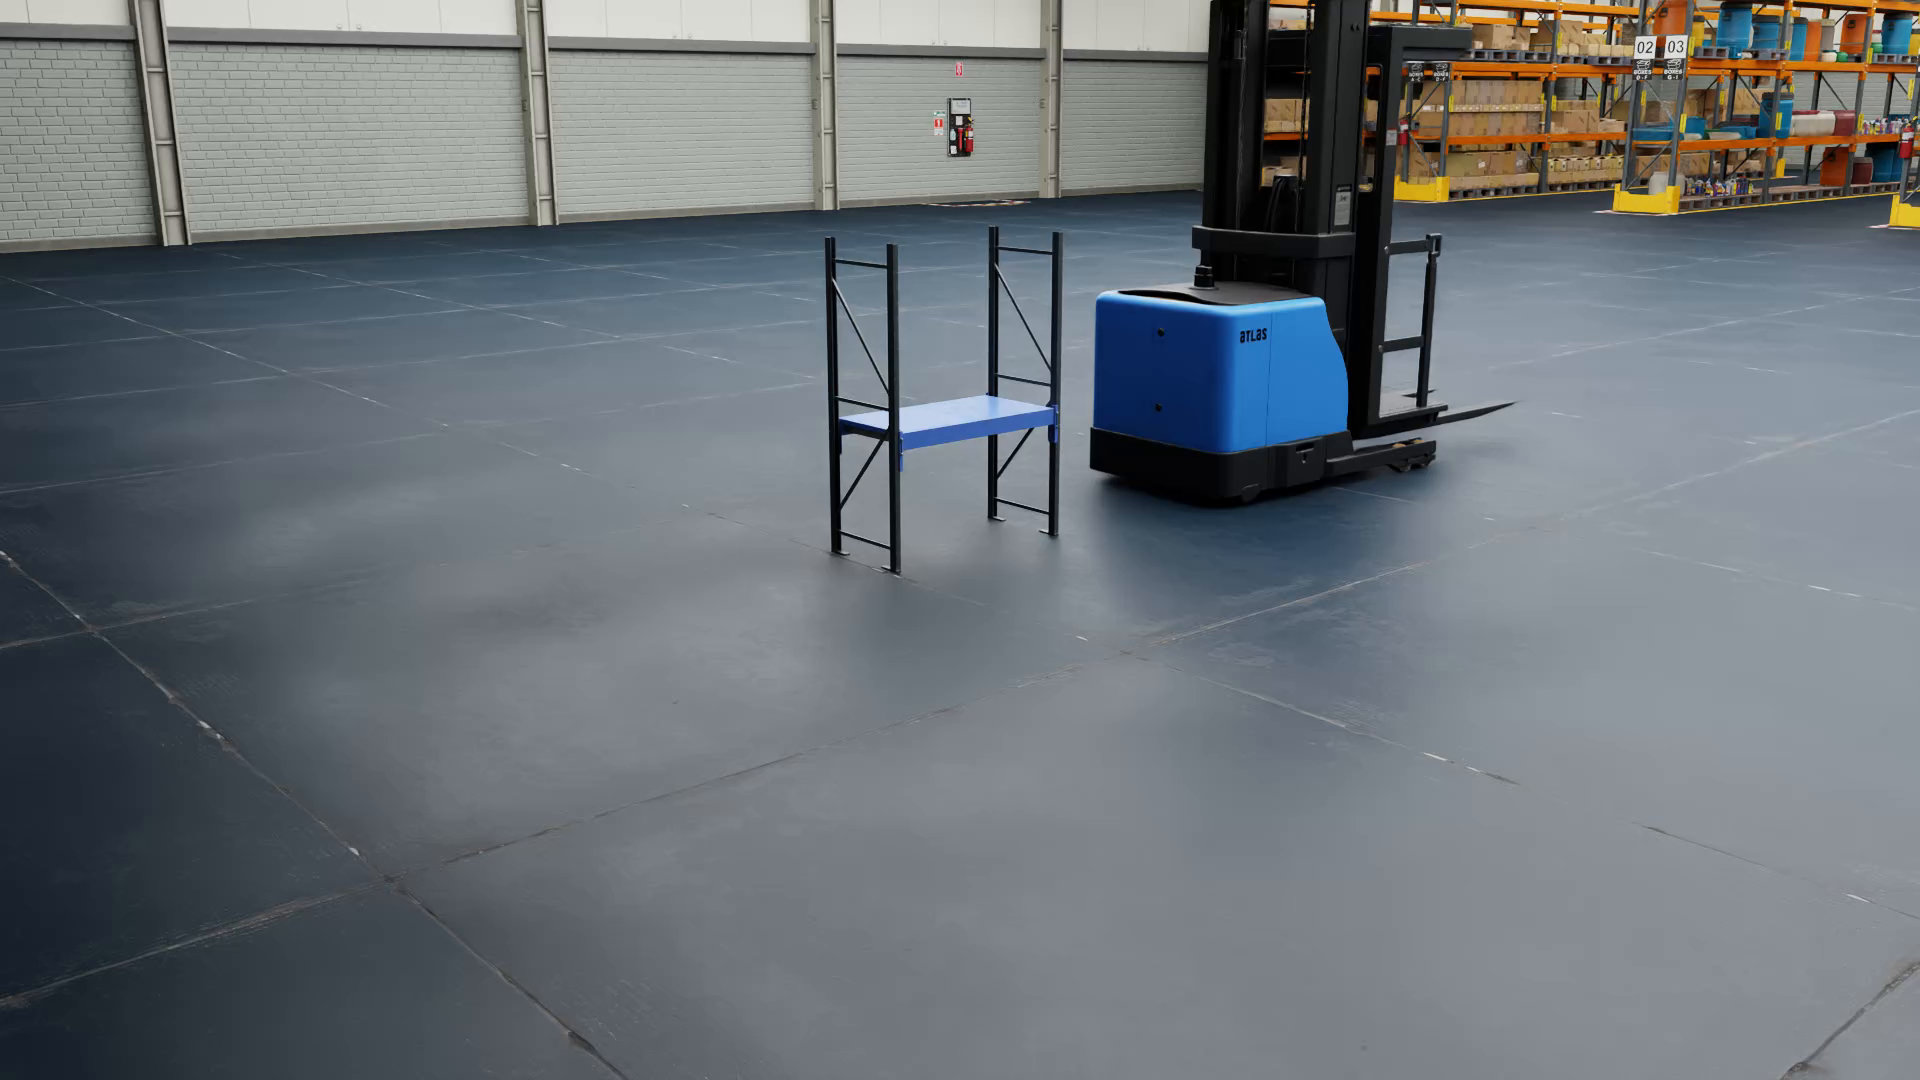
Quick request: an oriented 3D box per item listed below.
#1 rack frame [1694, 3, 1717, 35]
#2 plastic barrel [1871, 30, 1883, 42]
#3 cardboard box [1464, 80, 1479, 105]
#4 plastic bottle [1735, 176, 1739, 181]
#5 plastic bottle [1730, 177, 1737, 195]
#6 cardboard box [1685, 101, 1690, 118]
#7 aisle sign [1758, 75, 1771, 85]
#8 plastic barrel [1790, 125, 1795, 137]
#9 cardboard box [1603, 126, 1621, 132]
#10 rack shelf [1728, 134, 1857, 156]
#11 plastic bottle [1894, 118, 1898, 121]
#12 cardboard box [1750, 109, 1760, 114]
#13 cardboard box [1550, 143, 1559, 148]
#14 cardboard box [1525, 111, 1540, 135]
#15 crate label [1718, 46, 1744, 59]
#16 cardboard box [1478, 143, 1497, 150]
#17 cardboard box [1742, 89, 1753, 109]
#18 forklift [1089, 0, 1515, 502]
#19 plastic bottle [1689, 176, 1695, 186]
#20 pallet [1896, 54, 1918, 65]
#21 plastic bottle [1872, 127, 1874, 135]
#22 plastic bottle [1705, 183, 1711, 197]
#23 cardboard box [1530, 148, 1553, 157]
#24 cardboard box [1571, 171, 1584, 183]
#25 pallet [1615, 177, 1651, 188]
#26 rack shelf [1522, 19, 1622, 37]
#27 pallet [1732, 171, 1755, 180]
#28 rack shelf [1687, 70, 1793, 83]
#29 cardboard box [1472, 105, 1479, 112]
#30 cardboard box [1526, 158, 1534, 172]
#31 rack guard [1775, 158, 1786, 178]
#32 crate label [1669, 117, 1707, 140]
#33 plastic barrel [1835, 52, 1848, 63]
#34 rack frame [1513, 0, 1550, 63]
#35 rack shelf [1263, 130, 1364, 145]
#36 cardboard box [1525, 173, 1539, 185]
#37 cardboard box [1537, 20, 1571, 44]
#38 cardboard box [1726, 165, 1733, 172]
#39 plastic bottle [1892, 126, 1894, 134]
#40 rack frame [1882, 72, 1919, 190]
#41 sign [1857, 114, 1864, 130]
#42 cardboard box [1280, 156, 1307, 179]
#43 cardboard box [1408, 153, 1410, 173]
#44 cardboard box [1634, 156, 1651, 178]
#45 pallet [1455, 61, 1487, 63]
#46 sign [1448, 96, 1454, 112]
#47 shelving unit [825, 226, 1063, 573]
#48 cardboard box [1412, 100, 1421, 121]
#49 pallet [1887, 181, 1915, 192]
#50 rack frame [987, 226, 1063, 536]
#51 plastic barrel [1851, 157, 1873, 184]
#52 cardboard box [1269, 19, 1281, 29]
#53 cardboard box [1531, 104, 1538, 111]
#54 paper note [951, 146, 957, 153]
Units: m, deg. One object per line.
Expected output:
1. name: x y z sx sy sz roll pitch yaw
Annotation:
1. rack frame: 18.814 -13.575 41.632 0.127 3.000 1.000 -13 19 -39
2. plastic barrel: 20.284 -11.081 37.033 0.433 0.535 0.433 0 15 0
3. cardboard box: 10.555 -9.494 35.274 0.500 0.500 0.700 -13 20 -41
4. plastic bottle: 15.636 -7.152 33.492 0.185 0.351 0.144 -13 19 -39
5. plastic bottle: 15.343 -7.036 33.060 0.185 0.351 0.144 -13 20 -40
6. cardboard box: 17.833 -10.762 41.720 0.500 0.500 0.700 -9 17 -31
7. aisle sign: 21.690 -12.679 44.865 0.004 0.787 0.394 -13 19 -39
8. plastic barrel: 17.127 -8.484 34.466 0.301 0.262 0.301 0 15 0
9. cardboard box: 15.299 -9.671 39.130 0.250 0.149 0.380 -13 19 -39
10. rack shelf: 17.537 -8.347 35.082 4.000 0.370 1.077 -13 19 -39
11. plastic bottle: 21.350 -9.465 37.967 0.185 0.351 0.144 -13 19 -39
12. cardboard box: 20.523 -11.016 43.485 0.500 0.500 0.500 -13 20 -40
13. cardboard box: 16.569 -11.078 46.683 0.250 0.149 0.380 -12 19 -38
14. cardboard box: 12.448 -9.293 37.034 0.500 0.500 0.700 -13 20 -41
15. crate label: 14.639 -9.309 31.762 0.408 0.251 0.502 -13 19 -39
16. cardboard box: 13.848 -10.373 44.623 0.750 0.750 0.750 -13 20 -40
17. cardboard box: 20.131 -11.407 43.012 0.500 0.500 0.500 -13 20 -41
18. forklift: 2.201 -1.909 9.717 3.031 2.935 1.130 -12 19 -38
19. plastic bottle: 14.683 -7.129 33.407 0.185 0.351 0.144 -13 20 -40
20. pallet: 20.682 -10.725 37.141 1.213 0.211 1.003 -13 19 -39
21. plastic bottle: 20.139 -9.063 36.753 0.097 0.201 0.097 0 15 0
22. plastic bottle: 14.583 -6.819 32.402 0.097 0.271 0.097 0 15 0
23. cardboard box: 16.191 -10.742 46.682 0.500 0.500 0.700 -12 19 -39
24. cardboard box: 14.021 -8.390 38.363 0.500 0.250 0.500 -13 20 -41
25. pallet: 16.385 -8.770 40.675 1.213 0.211 1.003 -13 19 -39
26. rack shelf: 17.068 -14.336 46.653 4.000 0.370 1.077 -13 19 -39
27. pallet: 20.254 -9.653 43.979 1.213 0.211 1.003 -13 19 -39
28. rack shelf: 20.323 -12.117 43.381 4.000 0.370 1.077 -13 19 -39
29. cardboard box: 10.777 -9.159 35.276 0.250 0.149 0.380 -13 20 -40
30. cardboard box: 12.896 -8.591 38.027 0.500 0.311 0.500 -13 19 -39
31. rack guard: 21.774 -10.133 45.218 0.348 0.500 1.175 -13 19 -39
32. crate label: 14.221 -8.060 32.543 0.616 0.435 0.502 -13 19 -39
33. plastic barrel: 18.893 -10.356 35.696 0.294 0.245 0.294 0 15 0
34. rack frame: 15.559 -14.538 45.240 0.127 3.000 1.000 -13 19 -39
35. rack shelf: 8.016 -9.598 39.765 4.000 0.370 1.077 -13 19 -39
36. cardboard box: 12.573 -8.074 37.180 0.500 0.250 0.500 -13 19 -39
37. cardboard box: 13.270 -11.360 37.177 0.500 0.500 0.500 -12 19 -39
38. cardboard box: 19.919 -9.697 43.380 0.250 0.166 0.380 -13 19 -39
39. plastic bottle: 20.976 -9.251 37.457 0.097 0.201 0.097 0 15 0
40. rack frame: 22.063 -9.711 38.794 0.127 3.000 1.000 -13 19 -39
41. sign: 19.412 -9.007 35.840 0.005 0.325 0.100 -13 19 -39
42. cardboard box: 8.104 -8.923 39.833 0.500 0.500 0.700 -14 21 -43
43. cardboard box: 11.212 -9.681 42.671 0.500 0.500 0.700 -13 20 -40
44. cardboard box: 16.327 -9.025 40.216 0.500 0.500 0.500 -12 19 -37
45. pallet: 12.993 -12.440 43.562 1.003 0.211 1.213 -12 19 -37
46. sign: 10.121 -8.991 34.266 0.005 0.325 0.100 -13 19 -39
47. shelving unit: -0.064 -0.710 8.002 1.048 1.500 0.538 -13 19 -39
48. cardboard box: 11.269 -10.926 42.296 0.500 0.500 0.700 -13 19 -39
49. pallet: 21.453 -8.241 38.695 1.213 0.211 1.003 -13 19 -39
50. rack frame: 0.319 -0.796 8.325 0.032 1.500 0.500 -13 19 -39
51. plastic barrel: 20.255 -8.349 37.553 0.708 0.588 0.600 -13 19 -39
52. cardboard box: 6.957 -11.615 37.940 0.500 0.500 0.500 14 21 43
53. cardboard box: 12.527 -9.553 36.752 0.250 0.149 0.380 -13 20 -41
54. paper note: -0.127 -8.024 34.186 0.142 0.148 0.016 -13 19 -39
